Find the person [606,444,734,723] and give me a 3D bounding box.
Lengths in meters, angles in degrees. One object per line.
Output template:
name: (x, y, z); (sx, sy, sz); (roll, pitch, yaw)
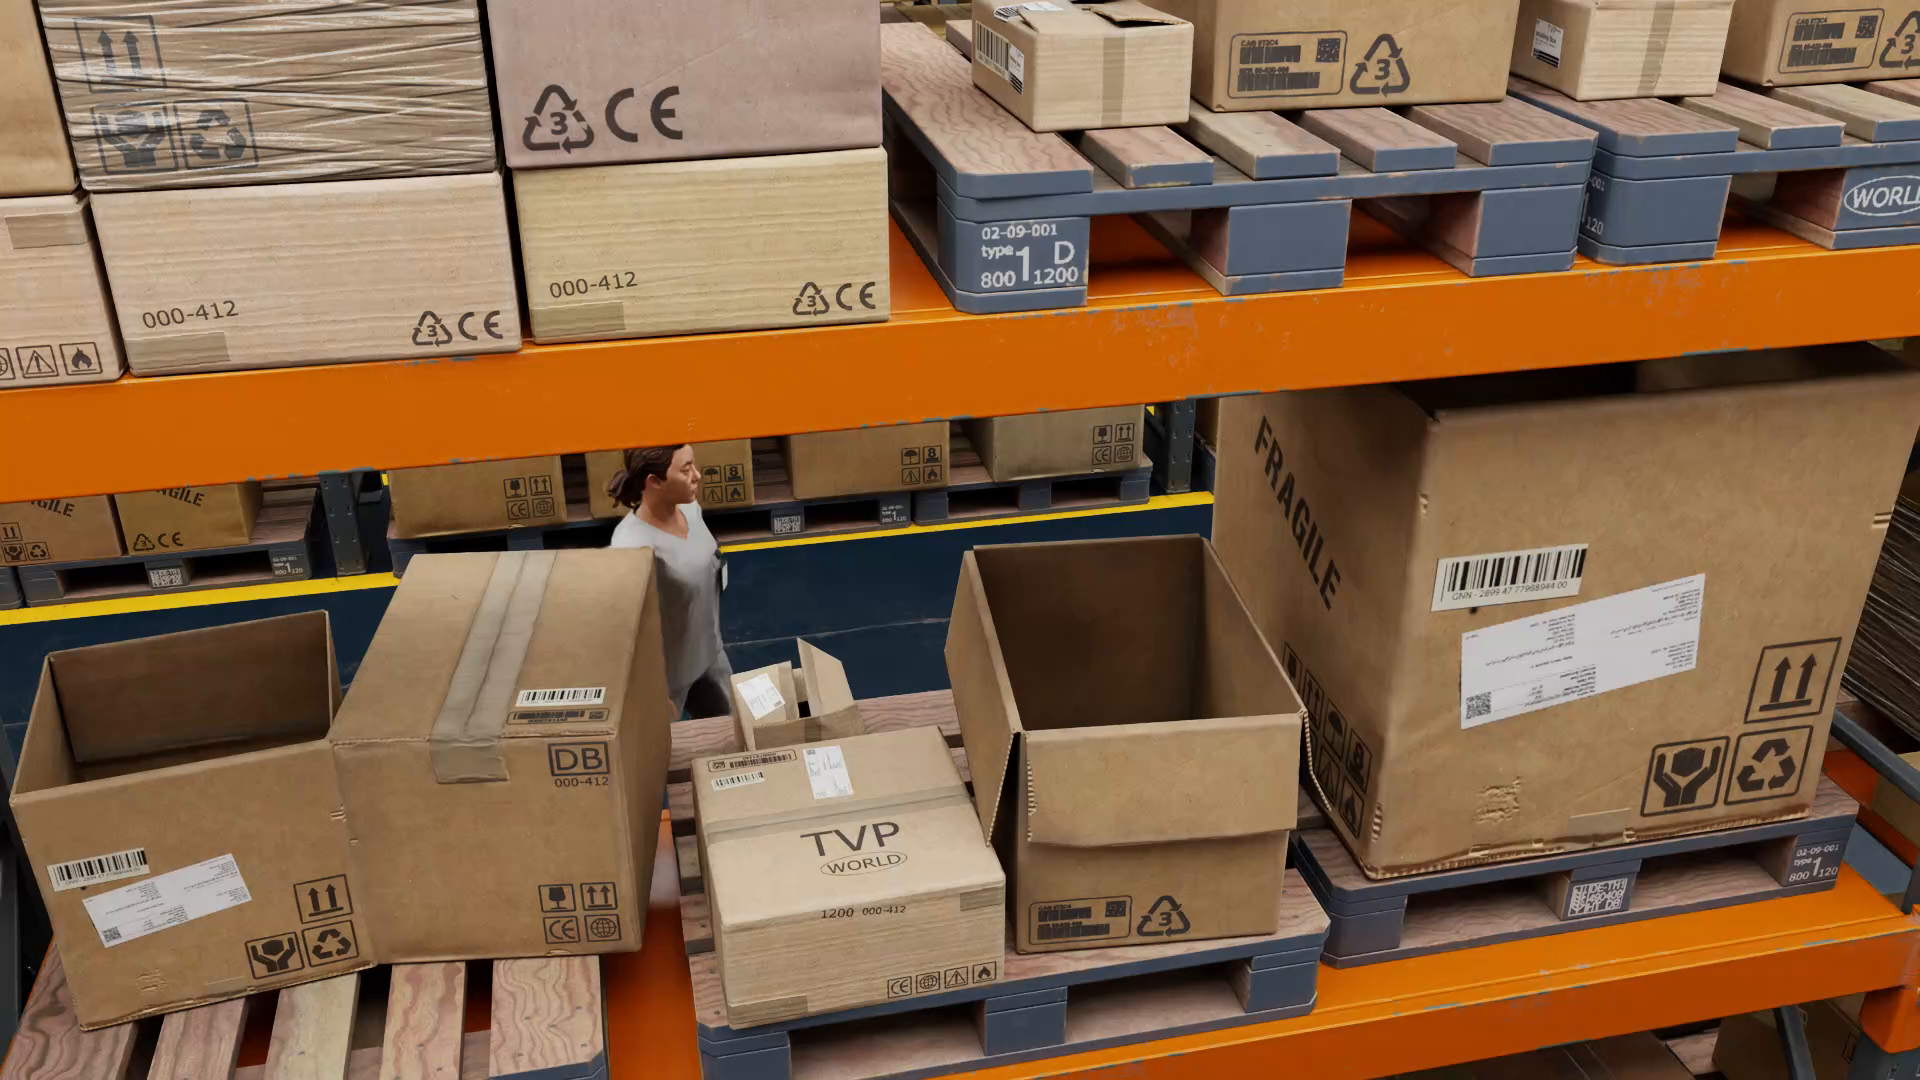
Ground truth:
person: (-0.879, 0.384, 5.319); (0.581, 1.659, 0.681); (12, 29, 23)
